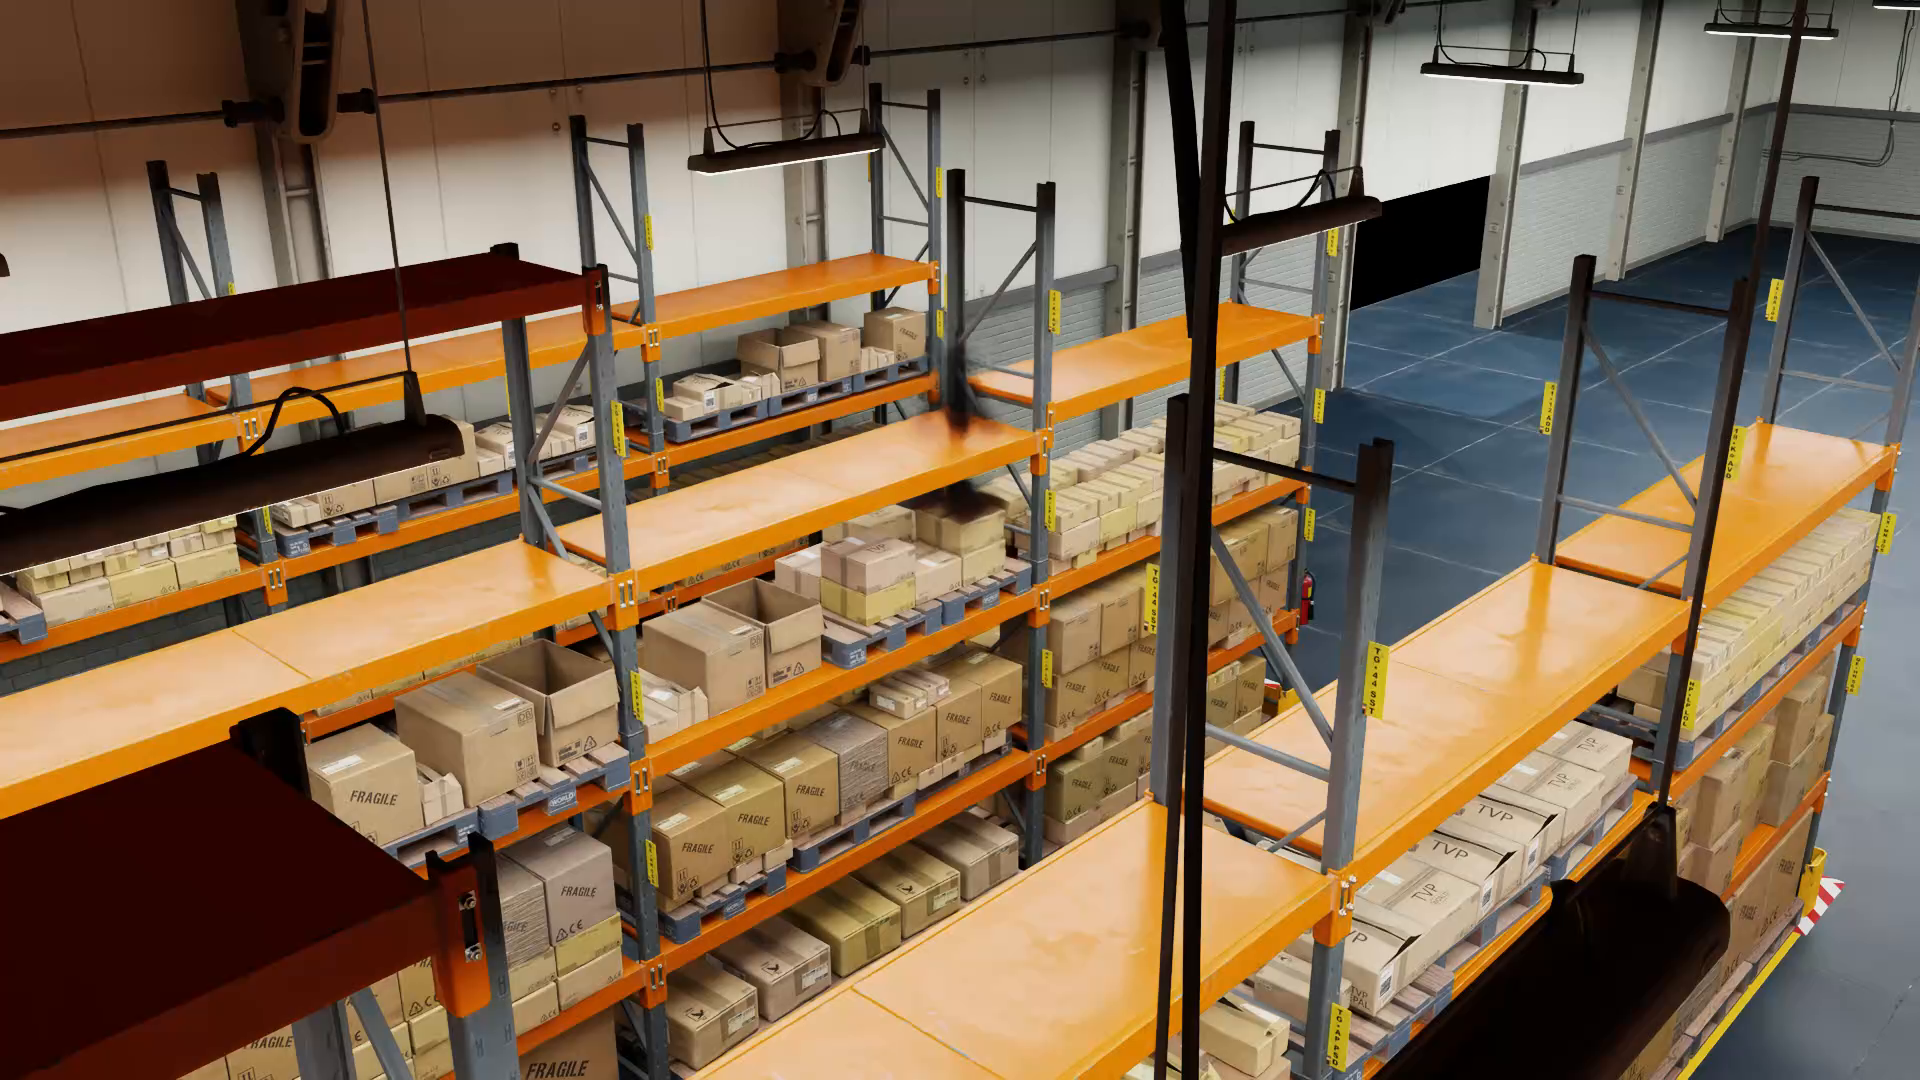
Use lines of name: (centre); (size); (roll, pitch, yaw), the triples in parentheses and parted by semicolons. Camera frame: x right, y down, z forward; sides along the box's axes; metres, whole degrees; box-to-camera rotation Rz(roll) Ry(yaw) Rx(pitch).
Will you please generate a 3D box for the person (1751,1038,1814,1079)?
person: (4.913, 3.780, 10.043); (0.611, 1.632, 0.628); (17, 27, 37)
